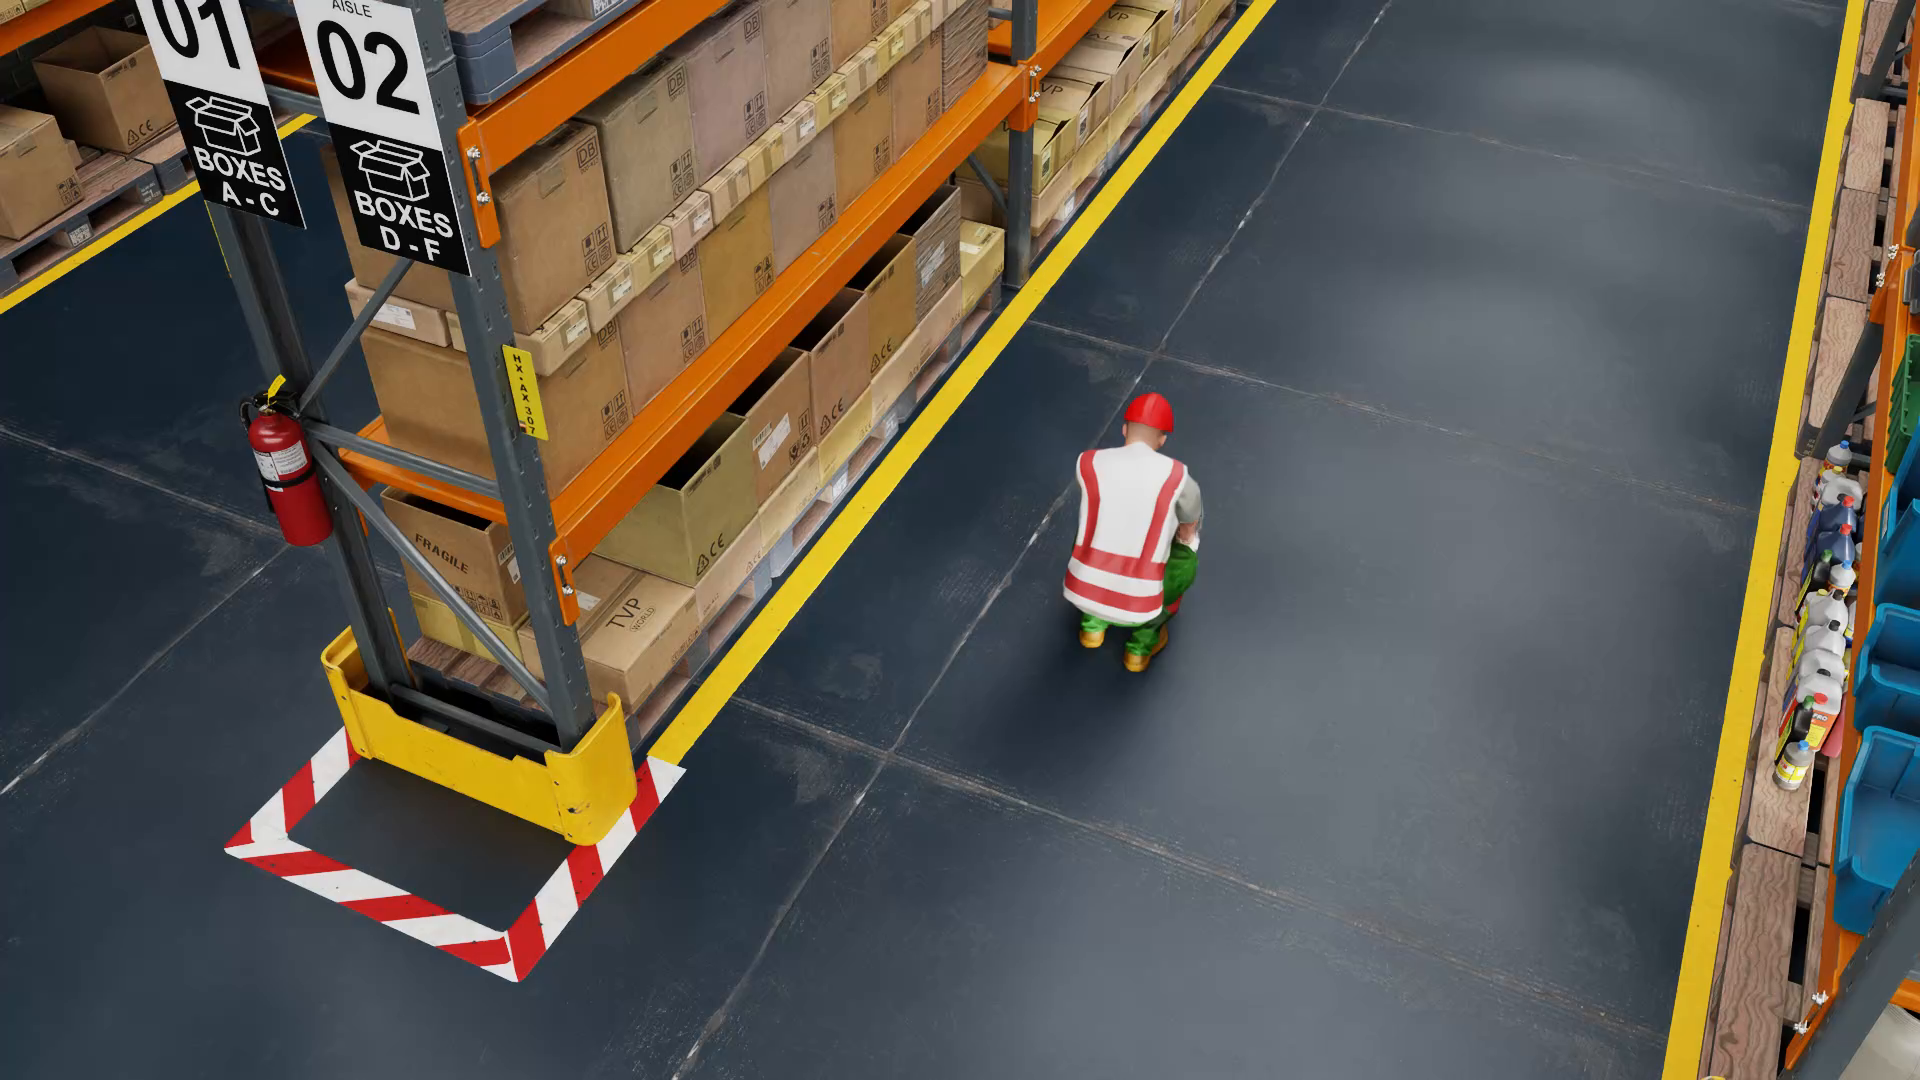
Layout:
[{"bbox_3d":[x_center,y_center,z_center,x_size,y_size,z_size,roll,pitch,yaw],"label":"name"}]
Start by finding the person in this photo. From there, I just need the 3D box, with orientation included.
[{"bbox_3d":[0.706,-0.036,6.785,0.553,0.998,0.885,17,44,18],"label":"person"}]
